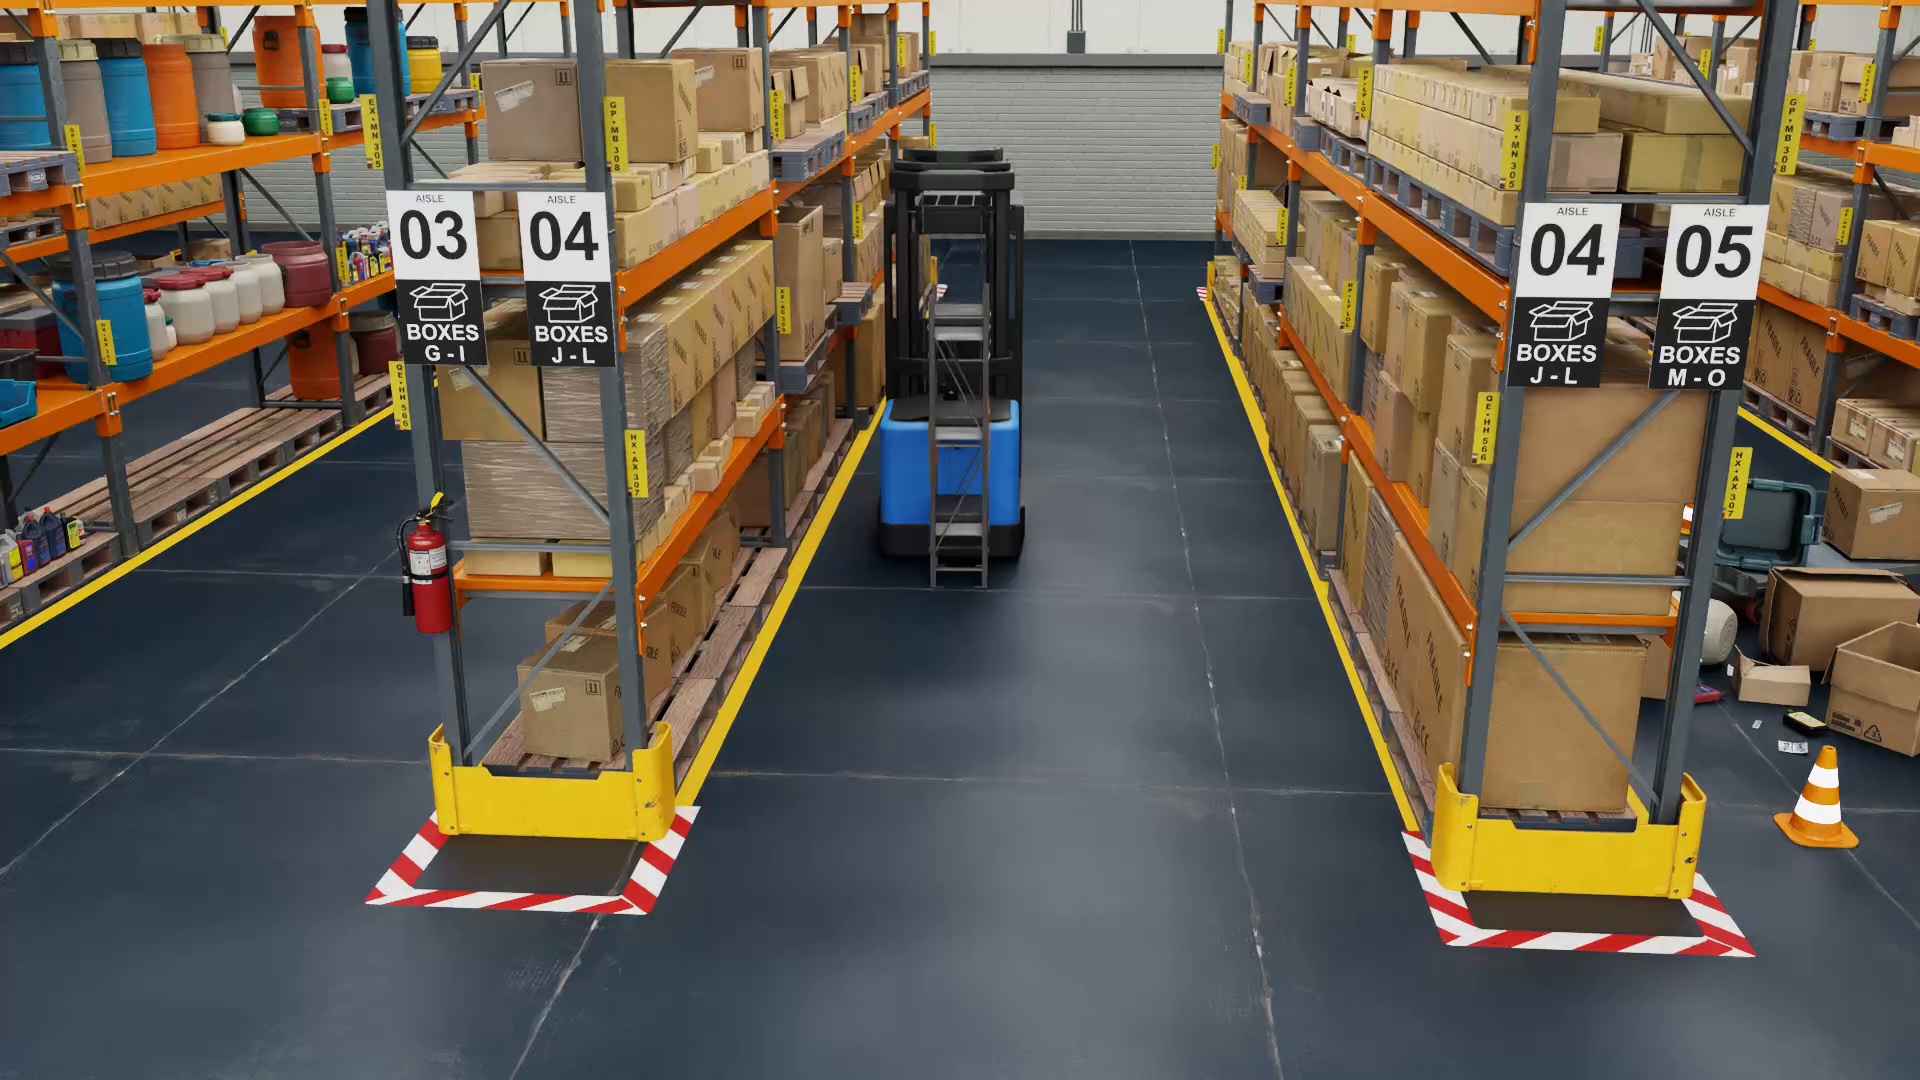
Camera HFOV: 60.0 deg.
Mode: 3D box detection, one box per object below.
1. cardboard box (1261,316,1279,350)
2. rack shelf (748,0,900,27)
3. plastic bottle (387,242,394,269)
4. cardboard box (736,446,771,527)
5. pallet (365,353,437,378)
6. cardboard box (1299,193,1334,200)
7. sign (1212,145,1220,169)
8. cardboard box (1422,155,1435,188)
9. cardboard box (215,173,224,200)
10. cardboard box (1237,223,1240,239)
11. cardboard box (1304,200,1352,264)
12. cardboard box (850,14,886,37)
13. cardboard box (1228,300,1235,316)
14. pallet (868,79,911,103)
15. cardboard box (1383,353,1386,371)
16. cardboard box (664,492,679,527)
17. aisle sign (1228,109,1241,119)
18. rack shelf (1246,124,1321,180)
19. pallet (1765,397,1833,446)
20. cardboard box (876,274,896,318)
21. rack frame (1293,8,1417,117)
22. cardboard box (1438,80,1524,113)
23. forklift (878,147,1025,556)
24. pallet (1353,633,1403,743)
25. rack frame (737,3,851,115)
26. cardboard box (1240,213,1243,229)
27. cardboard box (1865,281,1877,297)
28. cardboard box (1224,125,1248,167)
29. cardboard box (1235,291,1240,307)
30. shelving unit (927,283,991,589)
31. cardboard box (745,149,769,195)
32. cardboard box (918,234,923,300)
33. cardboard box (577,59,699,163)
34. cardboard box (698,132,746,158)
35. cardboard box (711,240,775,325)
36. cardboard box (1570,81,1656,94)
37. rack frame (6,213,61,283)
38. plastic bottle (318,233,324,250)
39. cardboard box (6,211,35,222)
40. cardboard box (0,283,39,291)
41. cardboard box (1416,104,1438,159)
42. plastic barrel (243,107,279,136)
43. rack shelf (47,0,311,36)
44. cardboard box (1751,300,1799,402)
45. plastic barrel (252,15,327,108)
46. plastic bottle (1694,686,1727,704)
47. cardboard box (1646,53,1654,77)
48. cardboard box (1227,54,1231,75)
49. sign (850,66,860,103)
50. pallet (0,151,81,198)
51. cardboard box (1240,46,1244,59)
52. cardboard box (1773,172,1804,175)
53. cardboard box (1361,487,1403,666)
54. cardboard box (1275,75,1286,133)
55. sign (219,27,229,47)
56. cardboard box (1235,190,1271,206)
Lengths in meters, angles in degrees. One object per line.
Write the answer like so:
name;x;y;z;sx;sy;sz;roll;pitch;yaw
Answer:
cardboard box;3.263;-2.044;16.481;0.500;0.250;0.500;2;18;5
rack shelf;-1.347;-5.383;16.698;1.077;0.370;4.000;1;18;4
plastic bottle;-5.949;-2.983;17.398;0.061;0.283;0.133;1;18;4
cardboard box;-1.711;-0.412;12.672;0.700;0.500;0.500;0;18;0
pallet;-6.325;-1.852;18.237;1.003;0.211;1.213;1;18;4
cardboard box;3.884;-3.694;18.152;0.380;0.149;0.250;1;18;2
sign;3.482;-5.209;22.613;0.100;0.325;0.005;1;18;4
cardboard box;2.672;-1.954;8.820;0.380;0.149;0.250;2;18;5
cardboard box;-10.558;-5.052;23.364;0.500;0.500;0.500;2;18;6
cardboard box;3.214;-3.348;18.051;0.380;0.149;0.250;1;18;4
cardboard box;3.408;-2.684;14.532;0.700;0.500;0.500;1;18;4
cardboard box;-1.130;-6.054;19.564;0.500;0.250;0.500;0;18;0
cardboard box;3.451;-2.802;20.084;0.380;0.149;0.250;1;18;2
pallet;-1.134;-5.323;19.675;1.003;0.211;1.213;1;18;4
cardboard box;3.132;-0.844;10.440;0.875;0.550;0.550;1;18;4
cardboard box;-1.738;-0.155;8.982;0.380;0.149;0.250;1;18;4
aisle sign;3.729;-6.050;22.396;0.394;0.787;0.004;1;18;4
rack shelf;3.593;-4.006;16.669;1.077;0.370;4.000;1;18;4
pallet;8.526;-1.140;16.063;1.003;0.211;1.213;1;18;4
cardboard box;-1.293;-2.399;18.164;1.225;0.875;0.875;1;18;2
rack frame;3.450;-5.152;14.194;1.000;3.000;0.127;1;18;4
cardboard box;2.653;-2.256;8.460;0.380;0.149;0.250;1;18;3
forklift;-0.041;-1.678;13.336;1.130;2.935;3.031;0;18;1
pallet;2.946;0.881;9.896;1.003;0.211;1.213;1;18;4
rack frame;-1.490;-5.294;14.628;1.000;3.000;0.127;1;18;4
cardboard box;3.197;-3.411;17.768;0.380;0.149;0.250;1;18;2
cardboard box;8.186;-2.205;14.565;0.380;0.149;0.250;0;18;1
cardboard box;3.637;-4.998;21.116;0.500;0.500;0.500;1;18;3
cardboard box;3.481;-2.867;19.805;0.380;0.149;0.250;2;18;5
shelving unit;-0.002;-0.728;11.772;0.431;2.100;0.503;0;18;1
cardboard box;-1.549;-2.408;10.877;0.500;0.250;0.500;2;18;6
cardboard box;-0.948;-3.634;21.935;0.875;0.875;0.875;1;18;4
cardboard box;-1.688;-2.265;8.761;0.500;0.500;0.500;1;18;4
cardboard box;-1.554;-2.476;10.446;0.380;0.149;0.250;0;18;1
cardboard box;-1.535;-1.719;11.108;0.500;0.500;0.500;1;18;4
cardboard box;3.310;-2.240;8.412;0.380;0.149;0.250;1;18;3
rack frame;-11.084;-3.908;20.032;1.000;3.000;0.127;1;18;4
plastic bottle;-6.692;-3.069;17.551;0.144;0.351;0.185;1;18;4
cardboard box;-11.341;-4.013;19.517;0.700;0.500;0.500;-5;19;-15
cardboard box;-11.362;-2.784;19.910;0.500;0.500;0.500;0;18;1
cardboard box;2.743;-2.185;8.885;0.500;0.250;0.500;1;18;4
plastic barrel;-6.397;-3.827;15.219;0.294;0.245;0.294;0;18;0
rack shelf;-6.574;-4.251;13.244;1.077;0.370;4.000;1;18;4
cardboard box;8.595;-1.901;16.646;0.875;0.875;0.875;2;18;5
plastic barrel;-6.387;-4.559;15.838;0.600;0.830;0.708;1;18;4
plastic bottle;4.453;0.929;9.991;0.283;0.061;0.133;-5;19;-15
cardboard box;8.811;-5.873;20.520;0.500;0.311;0.500;2;18;5
cardboard box;3.696;-6.085;21.296;0.500;0.250;0.500;1;18;3
sign;-0.949;-4.101;14.975;0.100;0.325;0.005;1;18;4
pallet;-6.671;-2.421;10.980;1.213;0.211;1.003;1;18;4
cardboard box;3.553;-5.830;19.879;0.380;0.149;0.250;1;18;4
cardboard box;8.315;-3.542;17.150;0.500;0.500;0.500;1;18;3
cardboard box;2.987;0.225;10.156;0.875;0.875;0.875;1;18;4
cardboard box;3.260;-4.113;15.679;0.500;0.500;0.500;1;18;4
sign;-10.245;-6.978;23.161;0.100;0.325;0.005;1;18;4
cardboard box;3.249;-3.794;18.459;0.380;0.149;0.250;2;18;7
